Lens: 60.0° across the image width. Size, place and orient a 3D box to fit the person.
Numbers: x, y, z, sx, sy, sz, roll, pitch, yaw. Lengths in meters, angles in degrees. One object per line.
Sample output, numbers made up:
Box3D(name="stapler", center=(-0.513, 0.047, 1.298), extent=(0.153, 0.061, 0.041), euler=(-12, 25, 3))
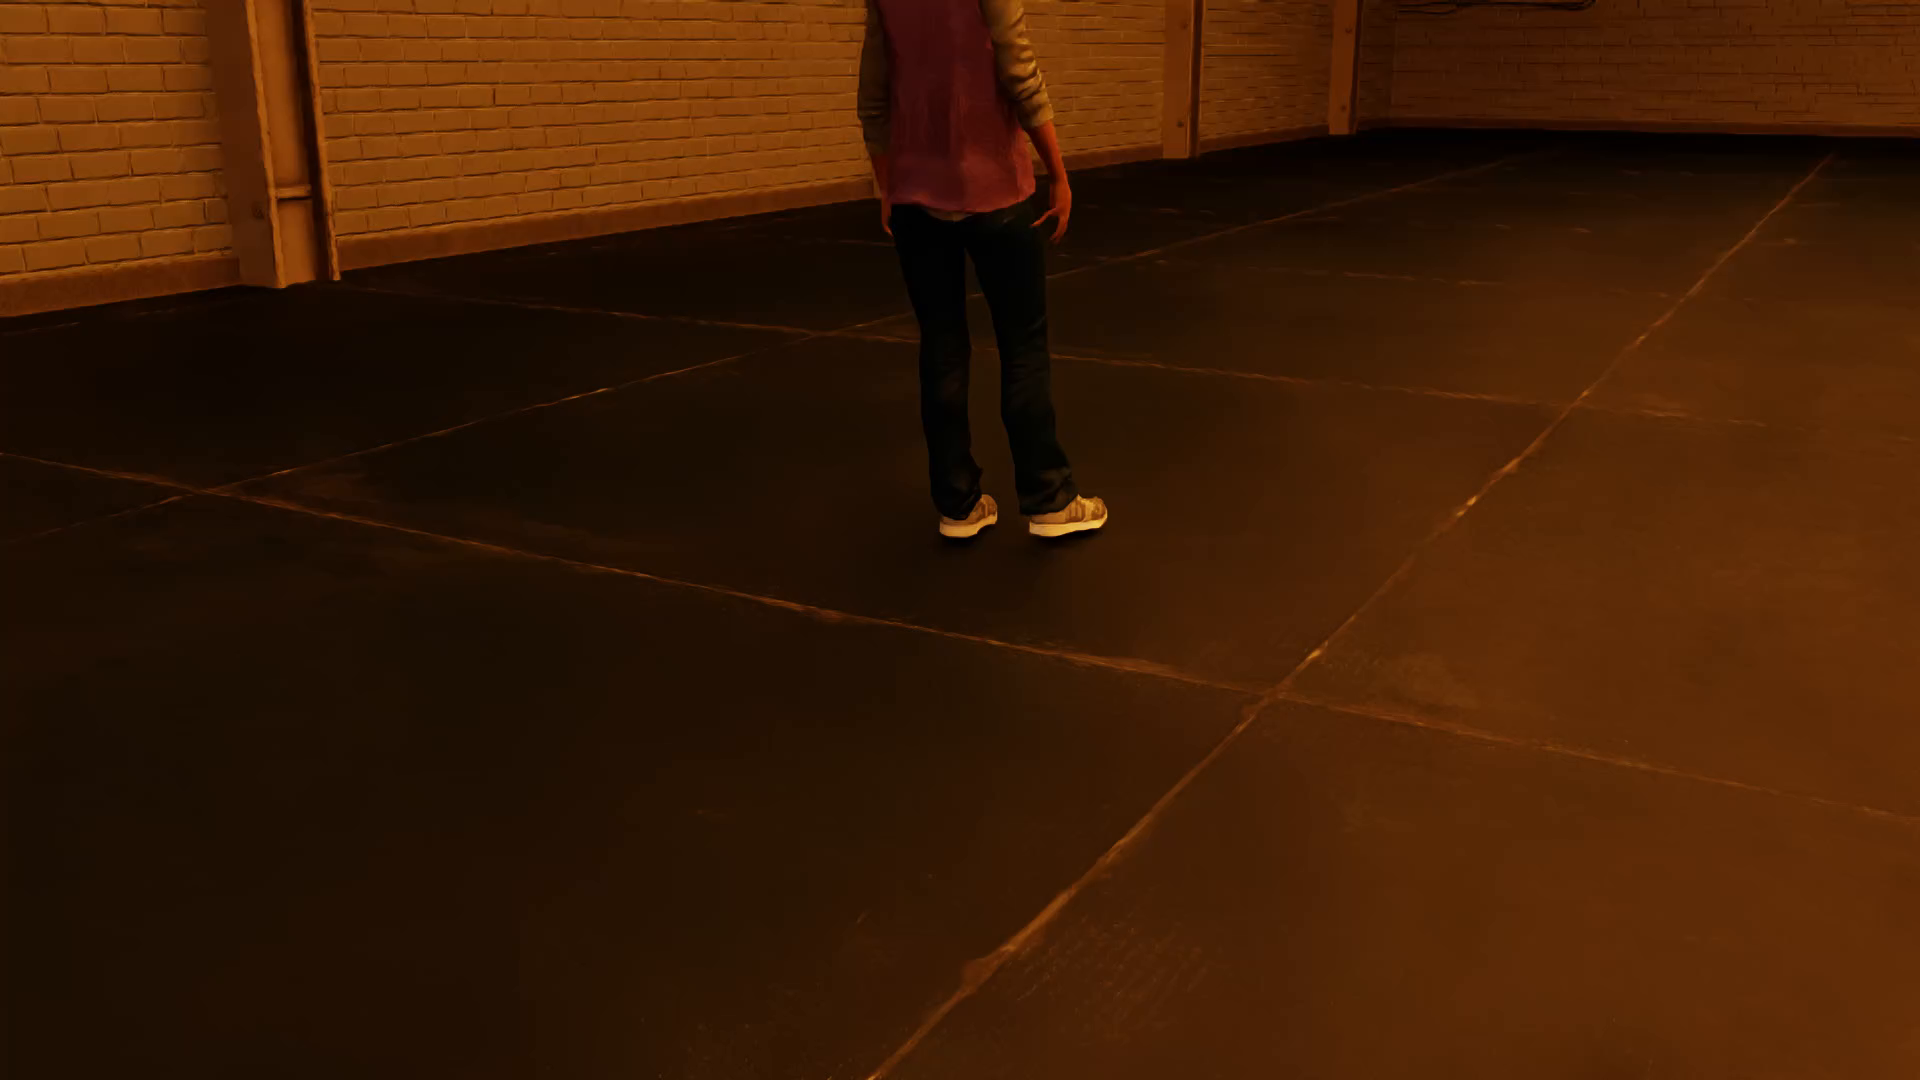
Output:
Box3D(name="person", center=(0.048, -0.789, 3.868), extent=(0.520, 1.597, 0.474), euler=(9, 19, 28))
